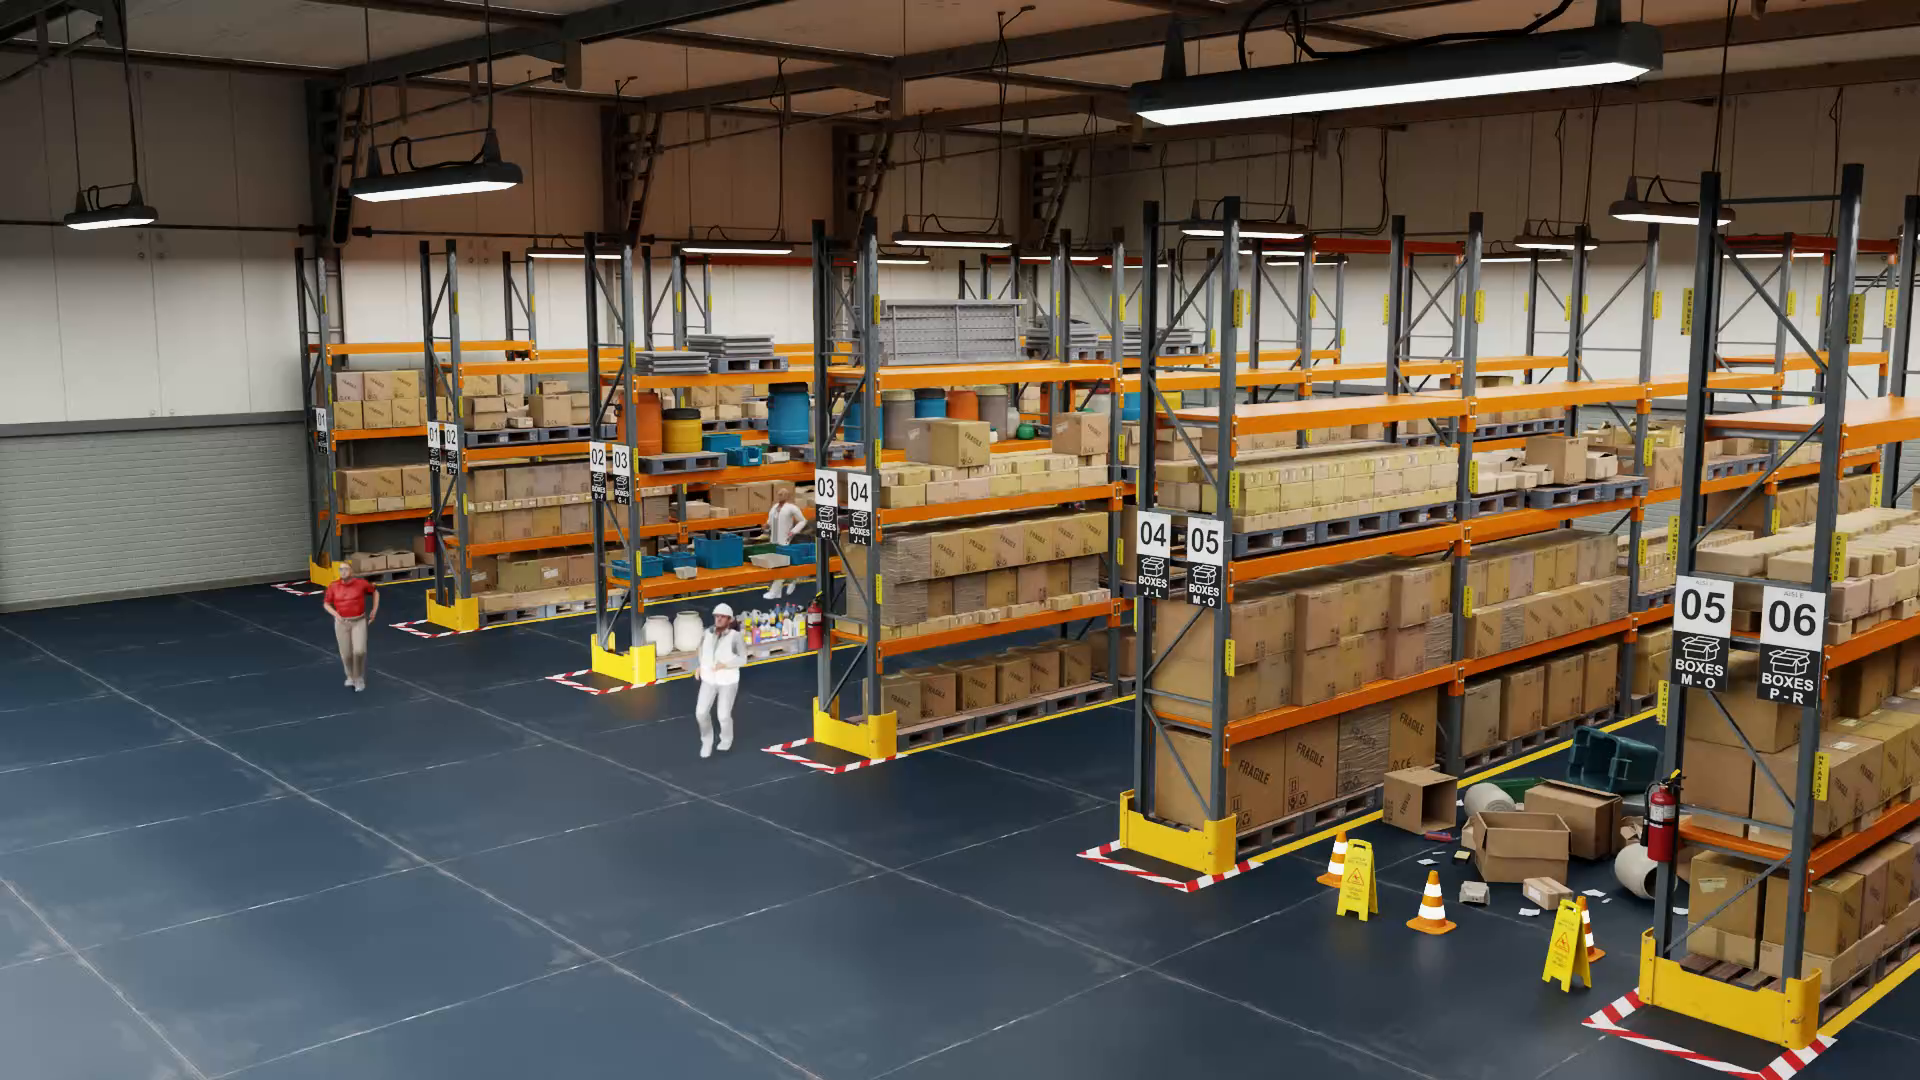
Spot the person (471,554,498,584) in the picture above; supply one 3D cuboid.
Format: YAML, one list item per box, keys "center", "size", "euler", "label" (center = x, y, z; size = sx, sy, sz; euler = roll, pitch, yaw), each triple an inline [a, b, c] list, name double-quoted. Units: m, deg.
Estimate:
- center: [-8.109, 0.268, 28.304]
  size: [0.617, 1.612, 0.931]
  euler: [5, 10, 31]
  label: "person"

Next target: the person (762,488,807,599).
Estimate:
- center: [-2.899, 0.054, 27.025]
  size: [0.721, 1.781, 0.886]
  euler: [7, 11, 39]
  label: "person"

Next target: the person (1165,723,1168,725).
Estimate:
- center: [2.354, 1.723, 18.139]
  size: [0.706, 1.638, 0.509]
  euler: [-8, 12, -44]
  label: "person"

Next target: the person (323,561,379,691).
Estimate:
- center: [-8.009, 1.143, 21.881]
  size: [0.673, 1.728, 0.694]
  euler: [-2, 9, -13]
  label: "person"

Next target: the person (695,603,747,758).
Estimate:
- center: [-2.690, 1.591, 18.697]
  size: [0.647, 1.790, 0.673]
  euler: [2, 9, 12]
  label: "person"
